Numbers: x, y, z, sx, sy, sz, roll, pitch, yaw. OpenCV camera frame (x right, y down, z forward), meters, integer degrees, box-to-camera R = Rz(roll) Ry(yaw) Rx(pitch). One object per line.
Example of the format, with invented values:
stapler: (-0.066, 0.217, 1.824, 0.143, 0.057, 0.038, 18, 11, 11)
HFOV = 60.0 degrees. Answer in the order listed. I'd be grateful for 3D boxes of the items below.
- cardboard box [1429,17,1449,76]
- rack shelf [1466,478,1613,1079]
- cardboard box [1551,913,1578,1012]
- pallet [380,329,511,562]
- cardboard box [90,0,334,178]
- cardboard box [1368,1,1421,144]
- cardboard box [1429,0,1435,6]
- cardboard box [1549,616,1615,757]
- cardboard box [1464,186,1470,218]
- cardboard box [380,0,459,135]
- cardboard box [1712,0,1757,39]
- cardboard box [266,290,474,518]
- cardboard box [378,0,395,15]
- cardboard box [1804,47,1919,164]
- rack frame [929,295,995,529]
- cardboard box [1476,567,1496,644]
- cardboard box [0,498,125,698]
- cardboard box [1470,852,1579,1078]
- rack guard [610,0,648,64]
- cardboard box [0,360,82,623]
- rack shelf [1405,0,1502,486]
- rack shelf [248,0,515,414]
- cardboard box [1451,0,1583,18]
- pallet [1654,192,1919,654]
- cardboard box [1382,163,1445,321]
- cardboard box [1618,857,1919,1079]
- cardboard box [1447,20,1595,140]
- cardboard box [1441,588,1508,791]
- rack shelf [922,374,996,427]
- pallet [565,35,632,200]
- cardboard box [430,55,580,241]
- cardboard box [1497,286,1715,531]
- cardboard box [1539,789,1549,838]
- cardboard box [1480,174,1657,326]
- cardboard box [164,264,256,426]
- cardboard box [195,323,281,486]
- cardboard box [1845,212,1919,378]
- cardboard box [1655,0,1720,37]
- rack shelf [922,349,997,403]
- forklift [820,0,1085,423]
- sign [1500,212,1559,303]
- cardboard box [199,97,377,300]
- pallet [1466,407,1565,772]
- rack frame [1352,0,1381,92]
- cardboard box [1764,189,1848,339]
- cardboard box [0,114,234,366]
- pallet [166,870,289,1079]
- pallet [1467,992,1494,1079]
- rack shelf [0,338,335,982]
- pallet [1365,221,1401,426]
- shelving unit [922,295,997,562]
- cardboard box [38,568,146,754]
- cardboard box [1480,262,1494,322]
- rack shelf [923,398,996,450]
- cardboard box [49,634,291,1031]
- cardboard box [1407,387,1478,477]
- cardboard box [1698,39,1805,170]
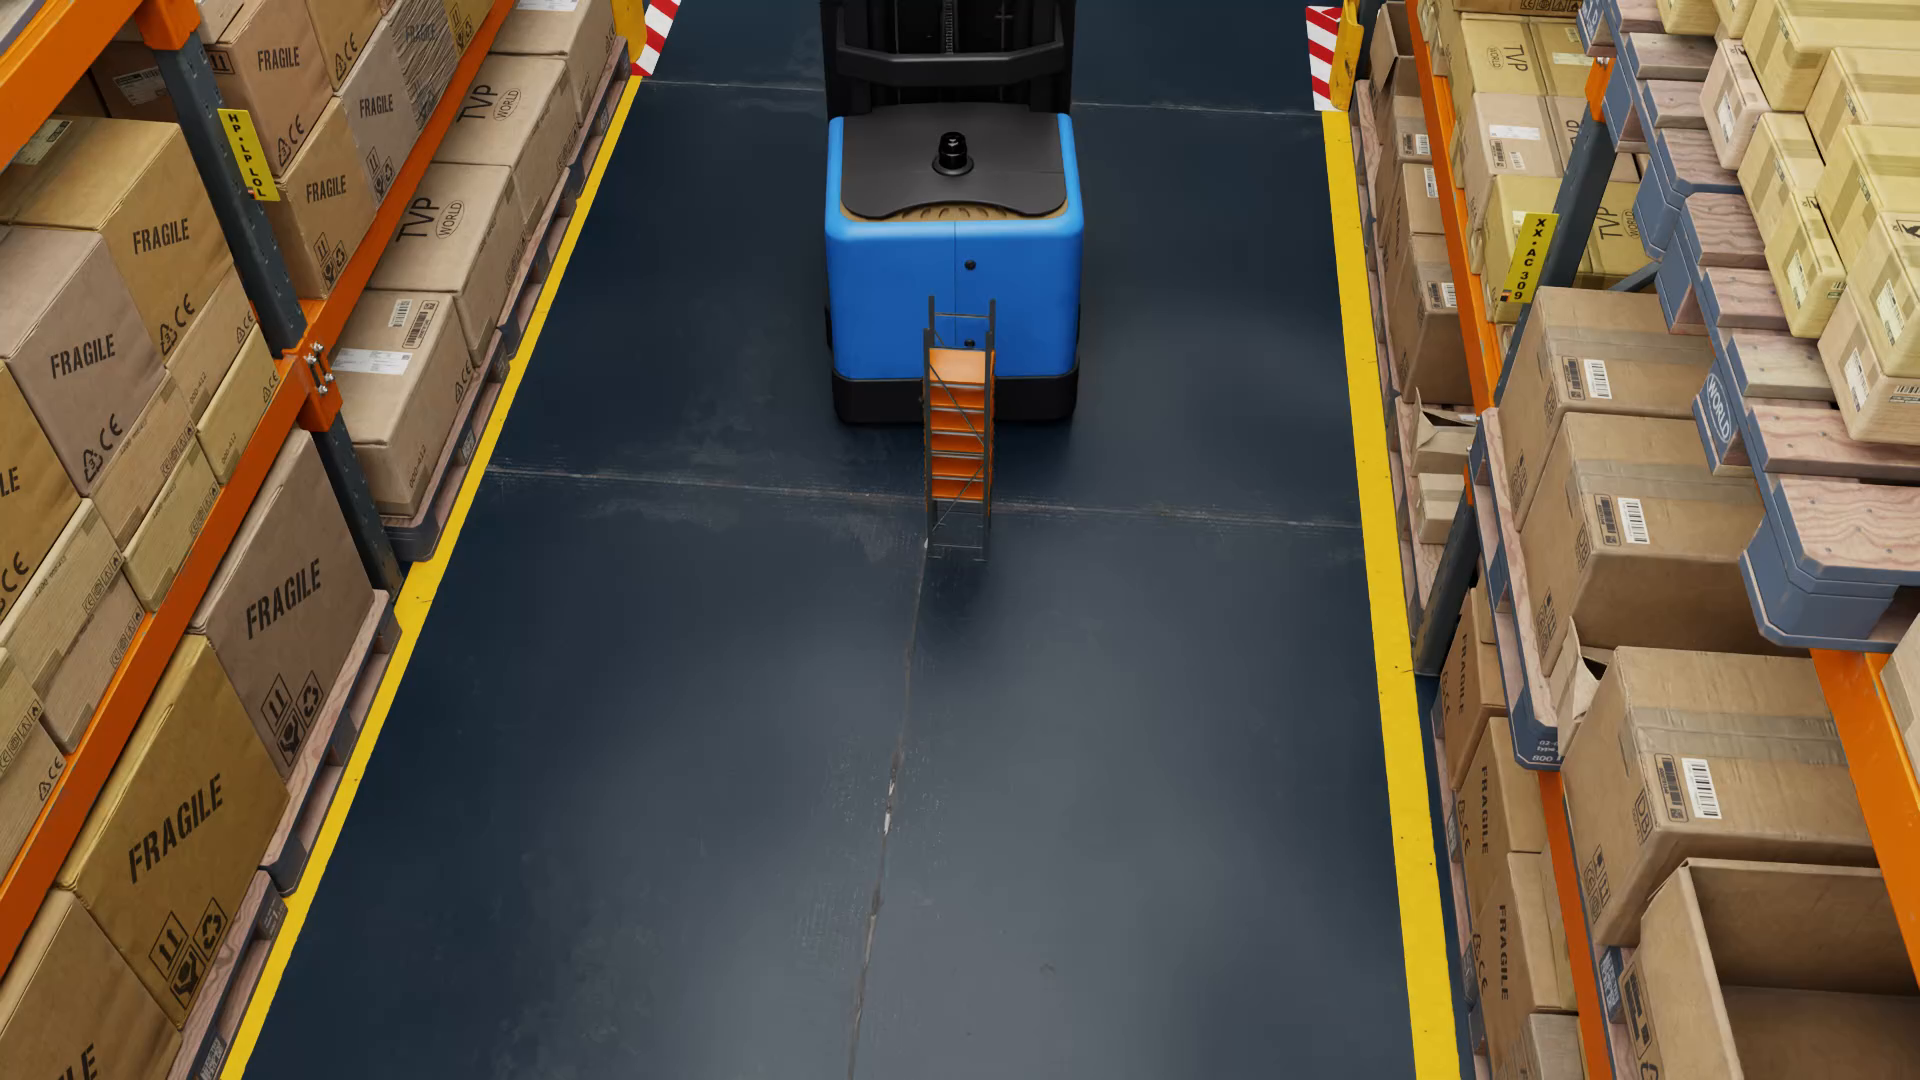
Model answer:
cardboard box: (2.116, -2.002, 6.744, 0.380, 0.149, 0.250, 5, 48, 4)
rack shelf: (2.043, 1.204, 4.130, 1.077, 0.370, 4.000, 4, 48, 4)
cardboard box: (1.871, 1.184, 4.630, 0.380, 0.149, 0.250, 5, 48, 5)
pallet: (-2.570, -0.452, 7.046, 1.003, 0.211, 1.213, 4, 48, 4)
cardboard box: (-2.433, -1.545, 5.411, 0.500, 0.500, 0.500, 4, 48, 4)
cardboard box: (2.440, -2.304, 8.258, 0.797, 0.503, 0.637, 2, 48, 2)
cardboard box: (2.192, -2.439, 6.874, 0.500, 0.250, 0.500, 3, 48, 3)
cardboard box: (1.717, 0.390, 4.193, 0.396, 0.266, 0.258, 6, 48, 5)
cardboard box: (2.056, -1.252, 6.058, 0.380, 0.149, 0.250, 5, 48, 5)
cardboard box: (-2.313, -1.935, 6.445, 0.500, 0.500, 0.500, 4, 48, 4)
cardboard box: (1.743, -1.138, 3.367, 0.380, 0.149, 0.250, 3, 48, 3)
cardboard box: (-2.554, -0.571, 6.717, 0.875, 0.438, 0.875, 3, 48, 3)
cardboard box: (-2.323, -2.291, 6.093, 0.500, 0.500, 0.500, 5, 48, 4)
cardboard box: (1.781, -0.755, 3.017, 0.380, 0.149, 0.250, 4, 48, 4)
rack frame: (0.007, -0.462, 6.385, 0.240, 1.200, 0.006, 4, 48, 4)
cardboard box: (1.928, 0.220, 5.512, 0.380, 0.149, 0.250, 6, 48, 5)
cardboard box: (-2.595, 0.131, 4.386, 0.500, 0.250, 0.500, 5, 48, 4)
cardboard box: (1.869, 1.292, 4.971, 0.500, 0.500, 0.500, 3, 48, 2)
rack guard: (-2.351, -2.953, 9.138, 1.175, 0.500, 0.348, 4, 48, 4)
cardboard box: (-2.614, -0.114, 4.102, 0.500, 0.500, 0.500, 5, 48, 5)
rack shelf: (2.408, -1.736, 6.818, 1.077, 0.370, 4.000, 4, 48, 4)
rack shelf: (-2.535, -2.067, 7.121, 1.077, 0.370, 4.000, 4, 48, 4)
cardboard box: (2.144, -2.333, 6.269, 0.500, 0.500, 0.500, 5, 48, 5)
pallet: (2.005, -0.221, 3.040, 1.213, 0.211, 1.003, 4, 48, 4)
cardboard box: (2.176, -1.296, 7.338, 0.500, 0.500, 0.500, 5, 48, 4)
cardboard box: (1.826, 1.042, 3.435, 0.797, 0.503, 0.637, 3, 48, 3)
cardboard box: (2.119, -1.684, 6.183, 0.500, 0.250, 0.500, 4, 48, 3)
cardboard box: (1.958, 0.534, 5.665, 0.500, 0.500, 0.500, 6, 48, 5)
rack shelf: (-0.001, -0.526, 6.179, 0.258, 0.103, 0.180, 4, 48, 4)
pallet: (-2.348, -2.245, 8.686, 1.003, 0.211, 1.213, 4, 48, 4)
cardboard box: (-2.389, -1.891, 7.925, 0.875, 0.438, 0.875, 5, 48, 5)
cardboard box: (1.959, -0.344, 4.705, 0.700, 0.500, 0.500, 5, 48, 5)
cardboard box: (1.956, 0.820, 4.963, 0.380, 0.149, 0.250, 3, 48, 3)
cardboard box: (2.029, -0.949, 5.511, 0.500, 0.250, 0.500, 5, 48, 5)
cardboard box: (-2.516, -0.618, 5.071, 0.500, 0.250, 0.500, 4, 48, 3)
cardboard box: (-2.508, -0.443, 5.250, 0.500, 0.250, 0.500, 3, 48, 3)
cardboard box: (1.680, -0.387, 2.680, 0.380, 0.149, 0.250, 4, 48, 4)
cardboard box: (1.744, -1.231, 3.654, 0.380, 0.149, 0.250, 4, 48, 4)
rack shelf: (-0.001, -0.607, 6.091, 0.258, 0.103, 0.180, 4, 48, 4)
forklift: (-0.059, -2.569, 7.139, 1.130, 2.935, 3.031, -1, 48, -1)
sign: (1.685, -0.832, 4.917, 0.100, 0.325, 0.005, 4, 48, 4)
cardboard box: (-2.414, -1.201, 5.774, 0.500, 0.500, 0.500, 5, 48, 5)
pallet: (2.044, 0.136, 4.749, 1.003, 0.211, 1.213, 4, 48, 4)
rack frame: (2.590, -3.448, 7.897, 1.000, 3.000, 0.127, 4, 48, 4)
cardboard box: (1.680, -0.482, 2.969, 0.380, 0.149, 0.250, 5, 48, 4)
cardboard box: (-2.508, -0.866, 4.790, 0.500, 0.500, 0.500, 5, 48, 5)
pallet: (-2.822, 1.572, 5.195, 1.003, 0.211, 1.213, 4, 48, 4)
pallet: (2.081, 1.932, 4.866, 1.003, 0.211, 1.213, 4, 48, 4)
rack shelf: (-2.900, 0.873, 4.432, 1.077, 0.370, 4.000, 4, 48, 4)
pallet: (2.398, -0.971, 7.521, 1.003, 0.211, 1.213, 4, 48, 4)
shelving unit: (-0.001, -0.394, 6.323, 0.258, 1.200, 0.189, 4, 48, 4)
cardboard box: (-2.620, 0.301, 4.569, 0.500, 0.250, 0.500, 3, 48, 2)
cardboard box: (2.005, -0.868, 5.707, 0.380, 0.149, 0.250, 5, 48, 5)
rack shelf: (-0.001, -0.445, 6.268, 0.258, 0.103, 0.180, 4, 48, 4)
cardboard box: (-2.769, 0.861, 5.111, 0.875, 0.875, 0.875, 5, 48, 5)
cardboard box: (2.016, -0.419, 6.695, 0.396, 0.266, 0.258, 5, 48, 5)
cardboard box: (1.711, -0.858, 3.313, 0.380, 0.149, 0.250, 4, 48, 4)
